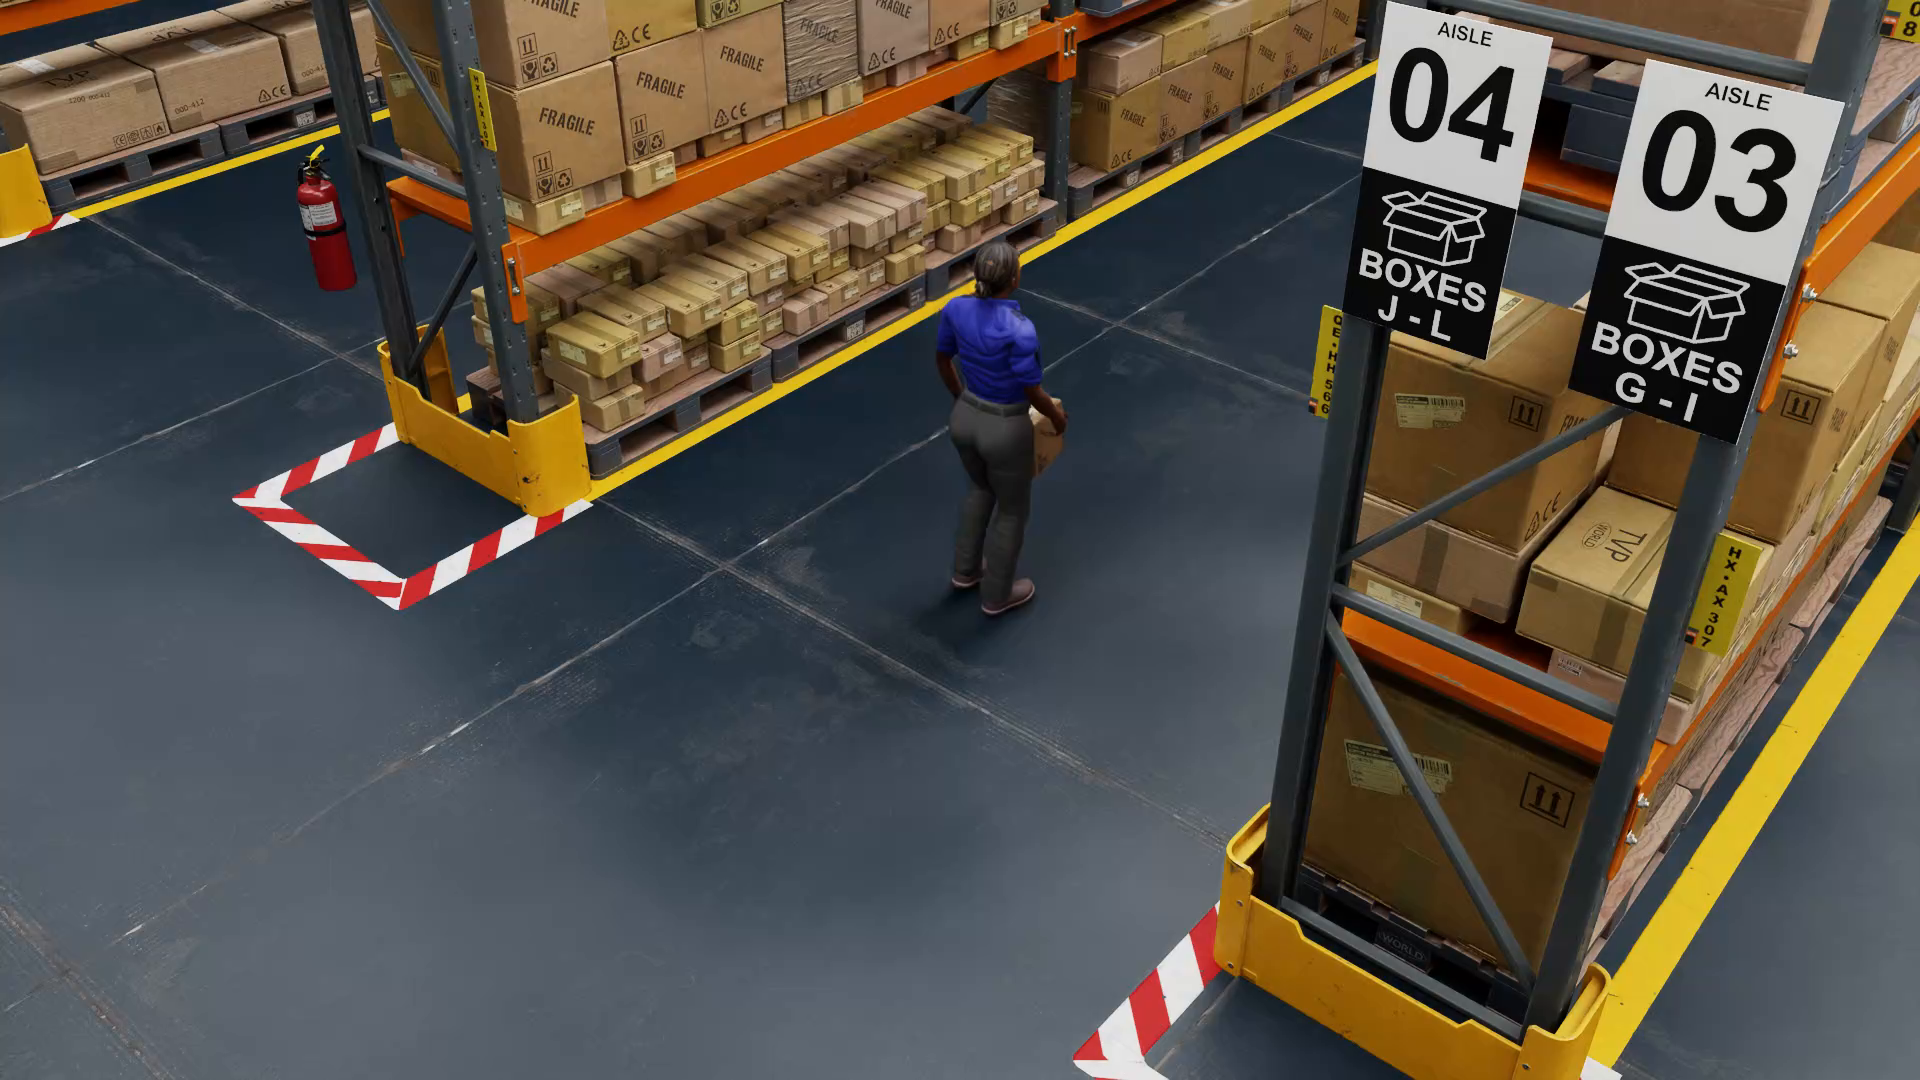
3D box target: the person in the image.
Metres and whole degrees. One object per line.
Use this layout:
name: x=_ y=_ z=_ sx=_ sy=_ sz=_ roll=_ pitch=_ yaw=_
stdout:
person: x=0.163 y=-0.475 z=6.831 sx=0.543 sy=1.651 sz=0.420 roll=27 pitch=43 yaw=33
